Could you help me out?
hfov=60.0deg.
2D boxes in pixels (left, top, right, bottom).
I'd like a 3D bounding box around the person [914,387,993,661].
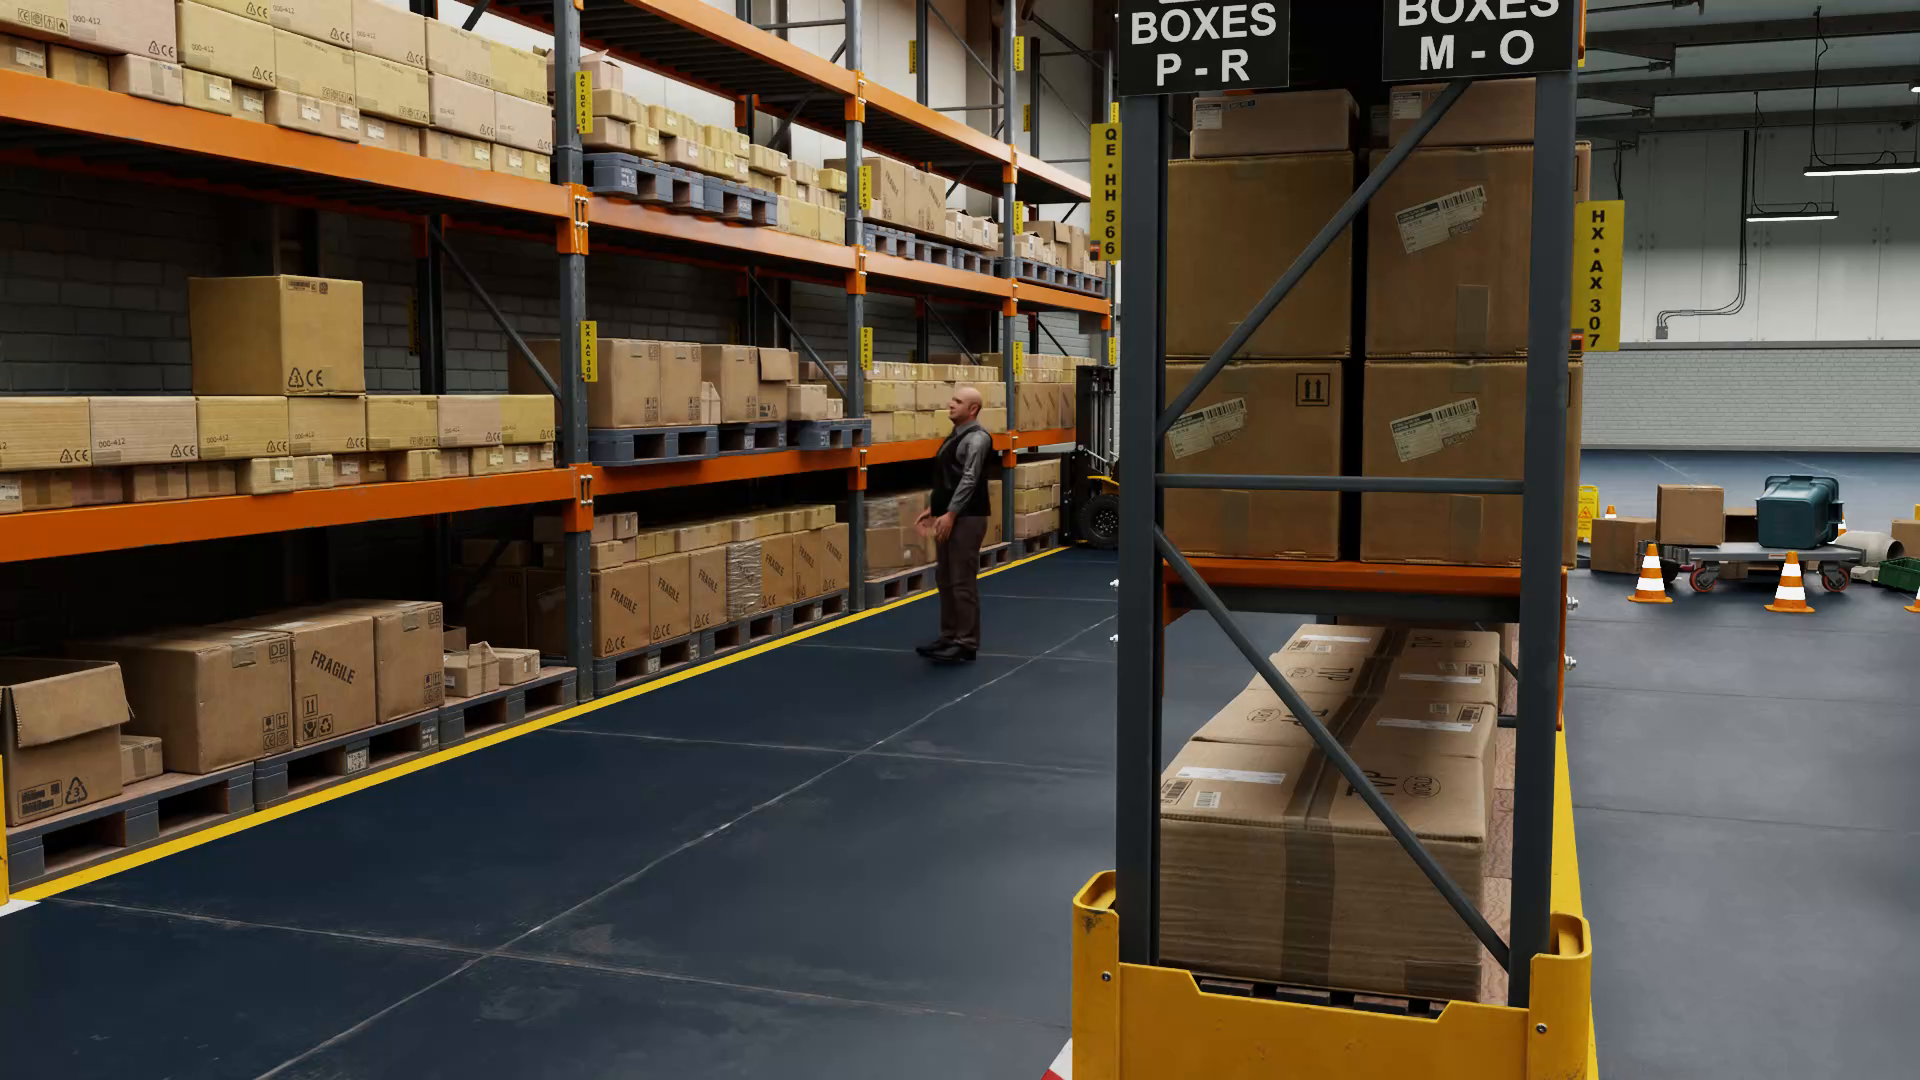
[{"bbox_3d":[-0.036,-0.102,10.563,0.429,1.733,0.579,-2,5,-18],"label":"person"}]
